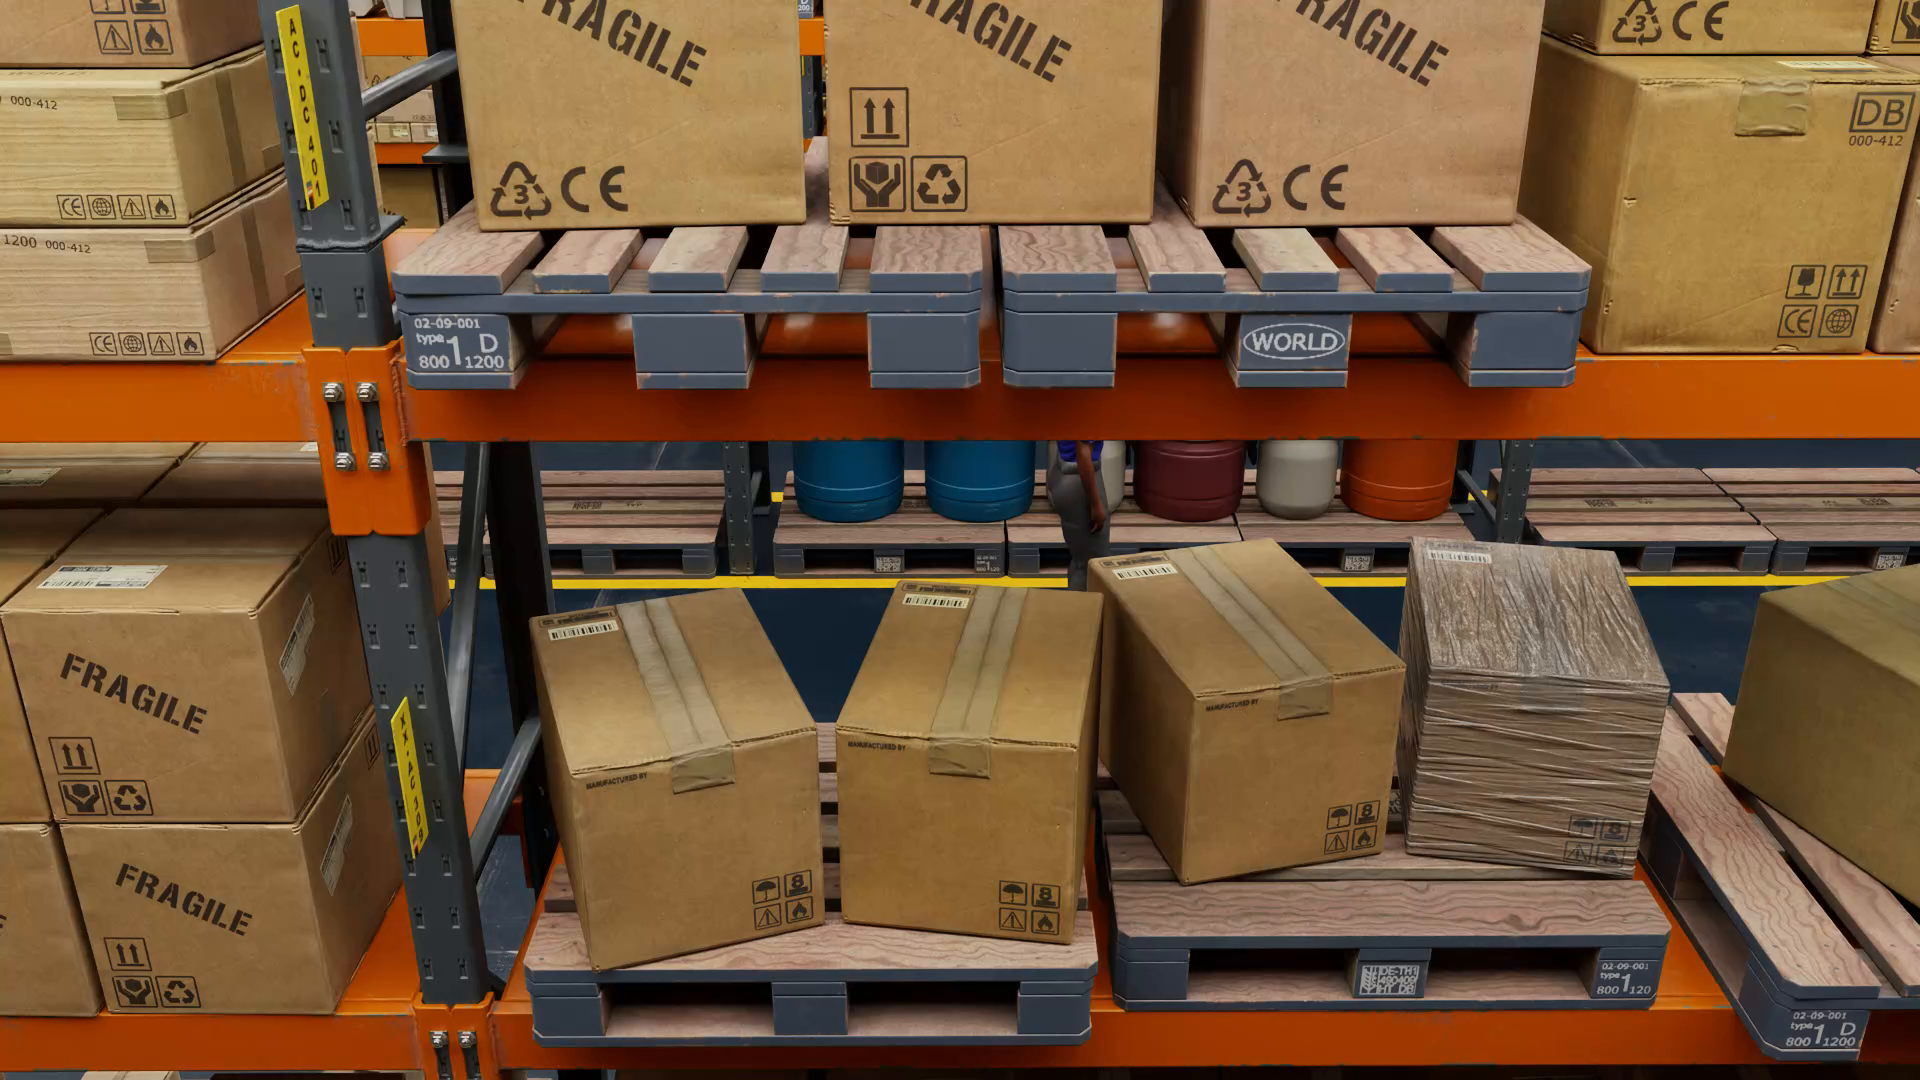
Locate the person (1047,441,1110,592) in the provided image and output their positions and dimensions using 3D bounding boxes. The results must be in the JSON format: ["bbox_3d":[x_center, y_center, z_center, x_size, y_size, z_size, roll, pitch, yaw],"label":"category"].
[{"bbox_3d":[0.610,-0.230,7.638,0.402,1.638,0.518,-2,24,-4],"label":"person"}]
